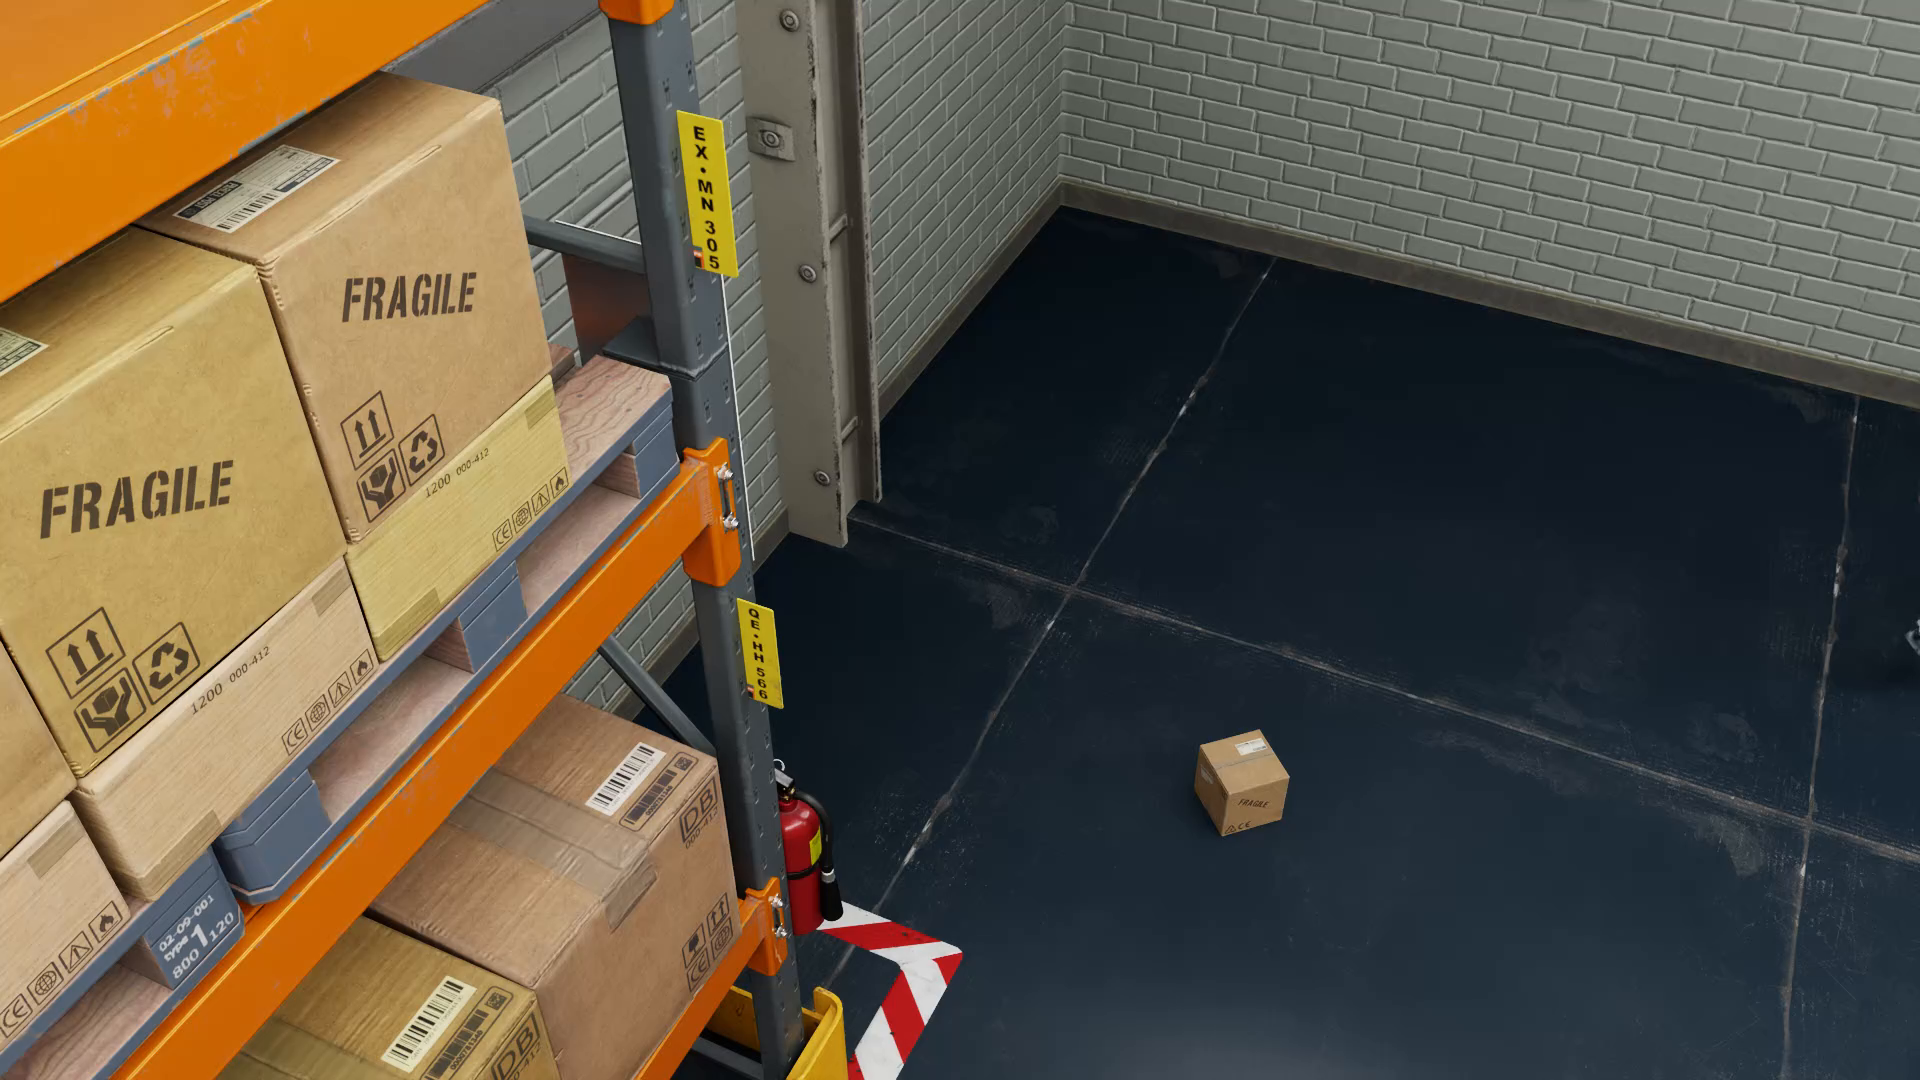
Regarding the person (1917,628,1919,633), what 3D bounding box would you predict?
[{"bbox_3d":[4.201,-0.184,6.335,0.803,1.750,0.543,-8,42,-9],"label":"person"}]
